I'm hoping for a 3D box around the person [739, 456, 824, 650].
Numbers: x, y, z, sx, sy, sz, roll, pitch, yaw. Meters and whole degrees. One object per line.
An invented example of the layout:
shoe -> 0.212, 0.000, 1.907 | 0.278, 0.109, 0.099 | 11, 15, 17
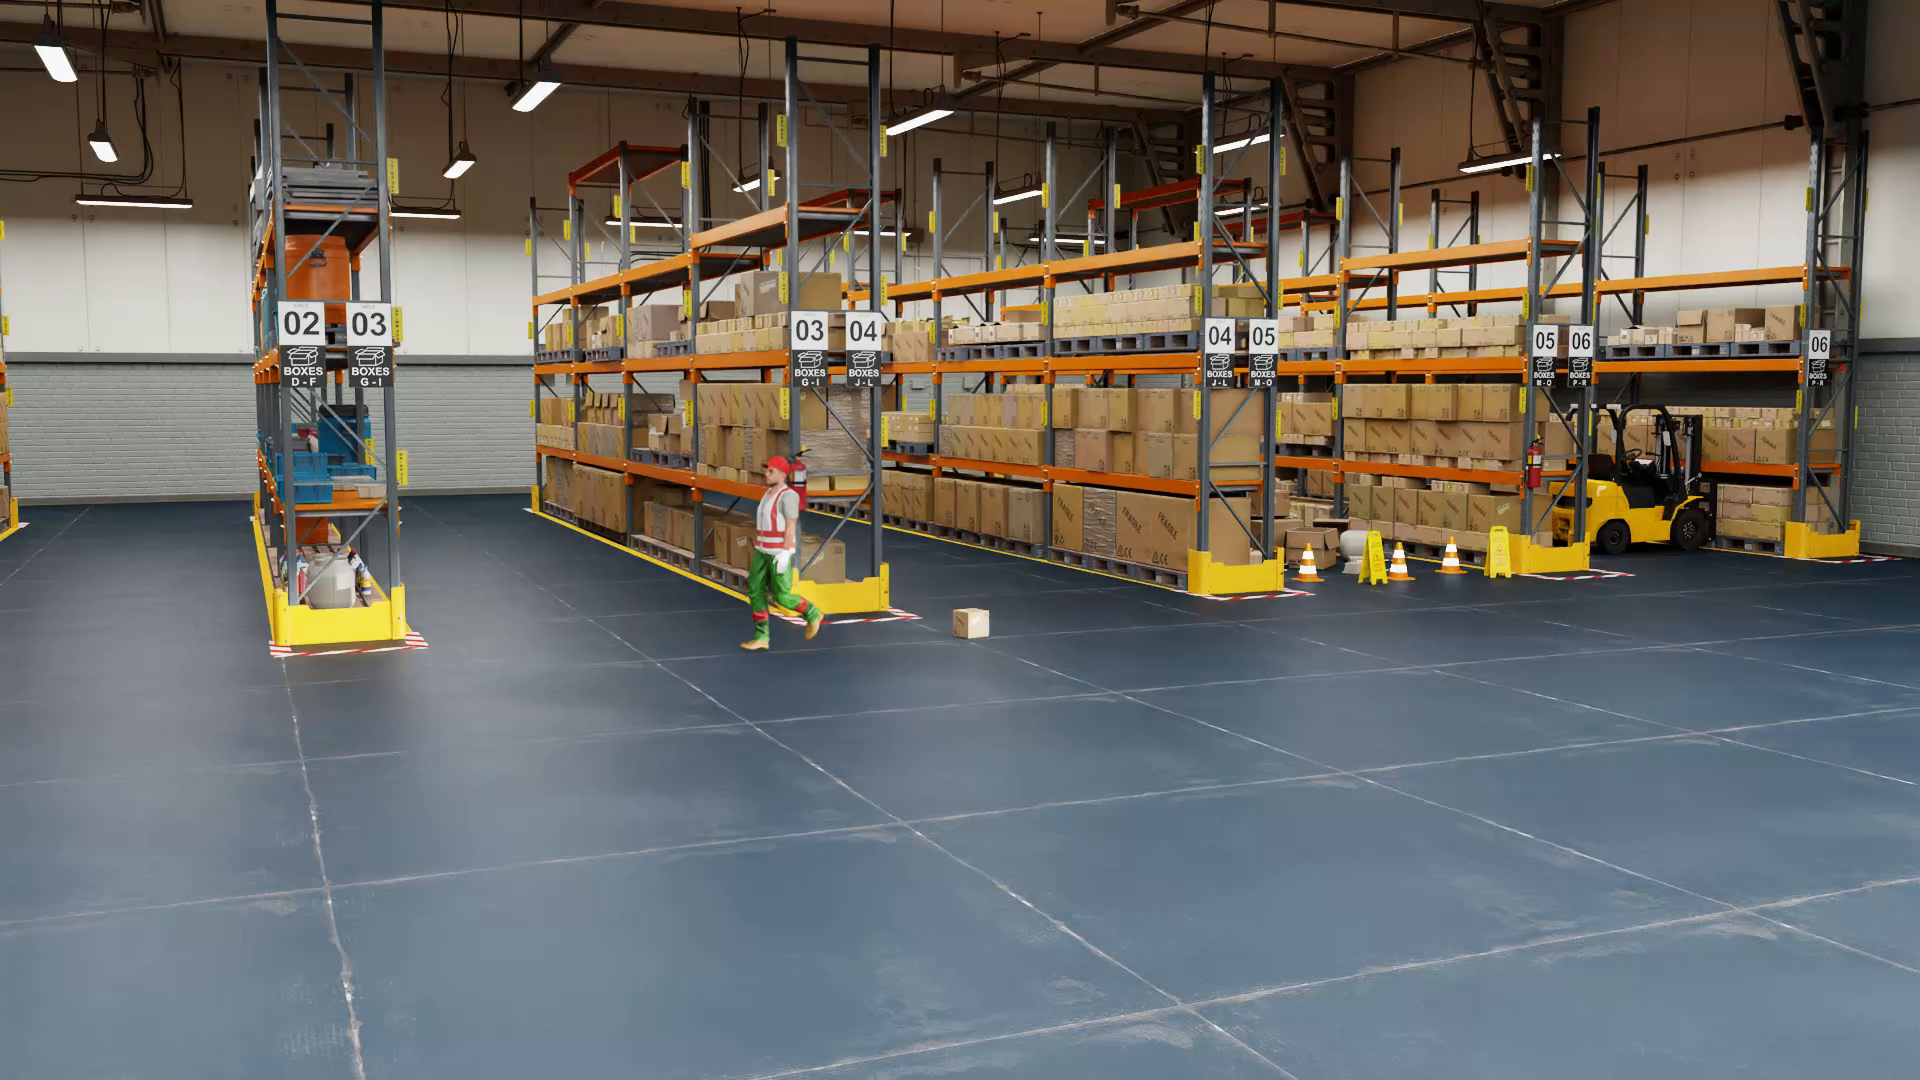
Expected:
person -> -1.645, 0.116, 15.232 | 0.811, 1.762, 0.529 | -5, 7, -41
